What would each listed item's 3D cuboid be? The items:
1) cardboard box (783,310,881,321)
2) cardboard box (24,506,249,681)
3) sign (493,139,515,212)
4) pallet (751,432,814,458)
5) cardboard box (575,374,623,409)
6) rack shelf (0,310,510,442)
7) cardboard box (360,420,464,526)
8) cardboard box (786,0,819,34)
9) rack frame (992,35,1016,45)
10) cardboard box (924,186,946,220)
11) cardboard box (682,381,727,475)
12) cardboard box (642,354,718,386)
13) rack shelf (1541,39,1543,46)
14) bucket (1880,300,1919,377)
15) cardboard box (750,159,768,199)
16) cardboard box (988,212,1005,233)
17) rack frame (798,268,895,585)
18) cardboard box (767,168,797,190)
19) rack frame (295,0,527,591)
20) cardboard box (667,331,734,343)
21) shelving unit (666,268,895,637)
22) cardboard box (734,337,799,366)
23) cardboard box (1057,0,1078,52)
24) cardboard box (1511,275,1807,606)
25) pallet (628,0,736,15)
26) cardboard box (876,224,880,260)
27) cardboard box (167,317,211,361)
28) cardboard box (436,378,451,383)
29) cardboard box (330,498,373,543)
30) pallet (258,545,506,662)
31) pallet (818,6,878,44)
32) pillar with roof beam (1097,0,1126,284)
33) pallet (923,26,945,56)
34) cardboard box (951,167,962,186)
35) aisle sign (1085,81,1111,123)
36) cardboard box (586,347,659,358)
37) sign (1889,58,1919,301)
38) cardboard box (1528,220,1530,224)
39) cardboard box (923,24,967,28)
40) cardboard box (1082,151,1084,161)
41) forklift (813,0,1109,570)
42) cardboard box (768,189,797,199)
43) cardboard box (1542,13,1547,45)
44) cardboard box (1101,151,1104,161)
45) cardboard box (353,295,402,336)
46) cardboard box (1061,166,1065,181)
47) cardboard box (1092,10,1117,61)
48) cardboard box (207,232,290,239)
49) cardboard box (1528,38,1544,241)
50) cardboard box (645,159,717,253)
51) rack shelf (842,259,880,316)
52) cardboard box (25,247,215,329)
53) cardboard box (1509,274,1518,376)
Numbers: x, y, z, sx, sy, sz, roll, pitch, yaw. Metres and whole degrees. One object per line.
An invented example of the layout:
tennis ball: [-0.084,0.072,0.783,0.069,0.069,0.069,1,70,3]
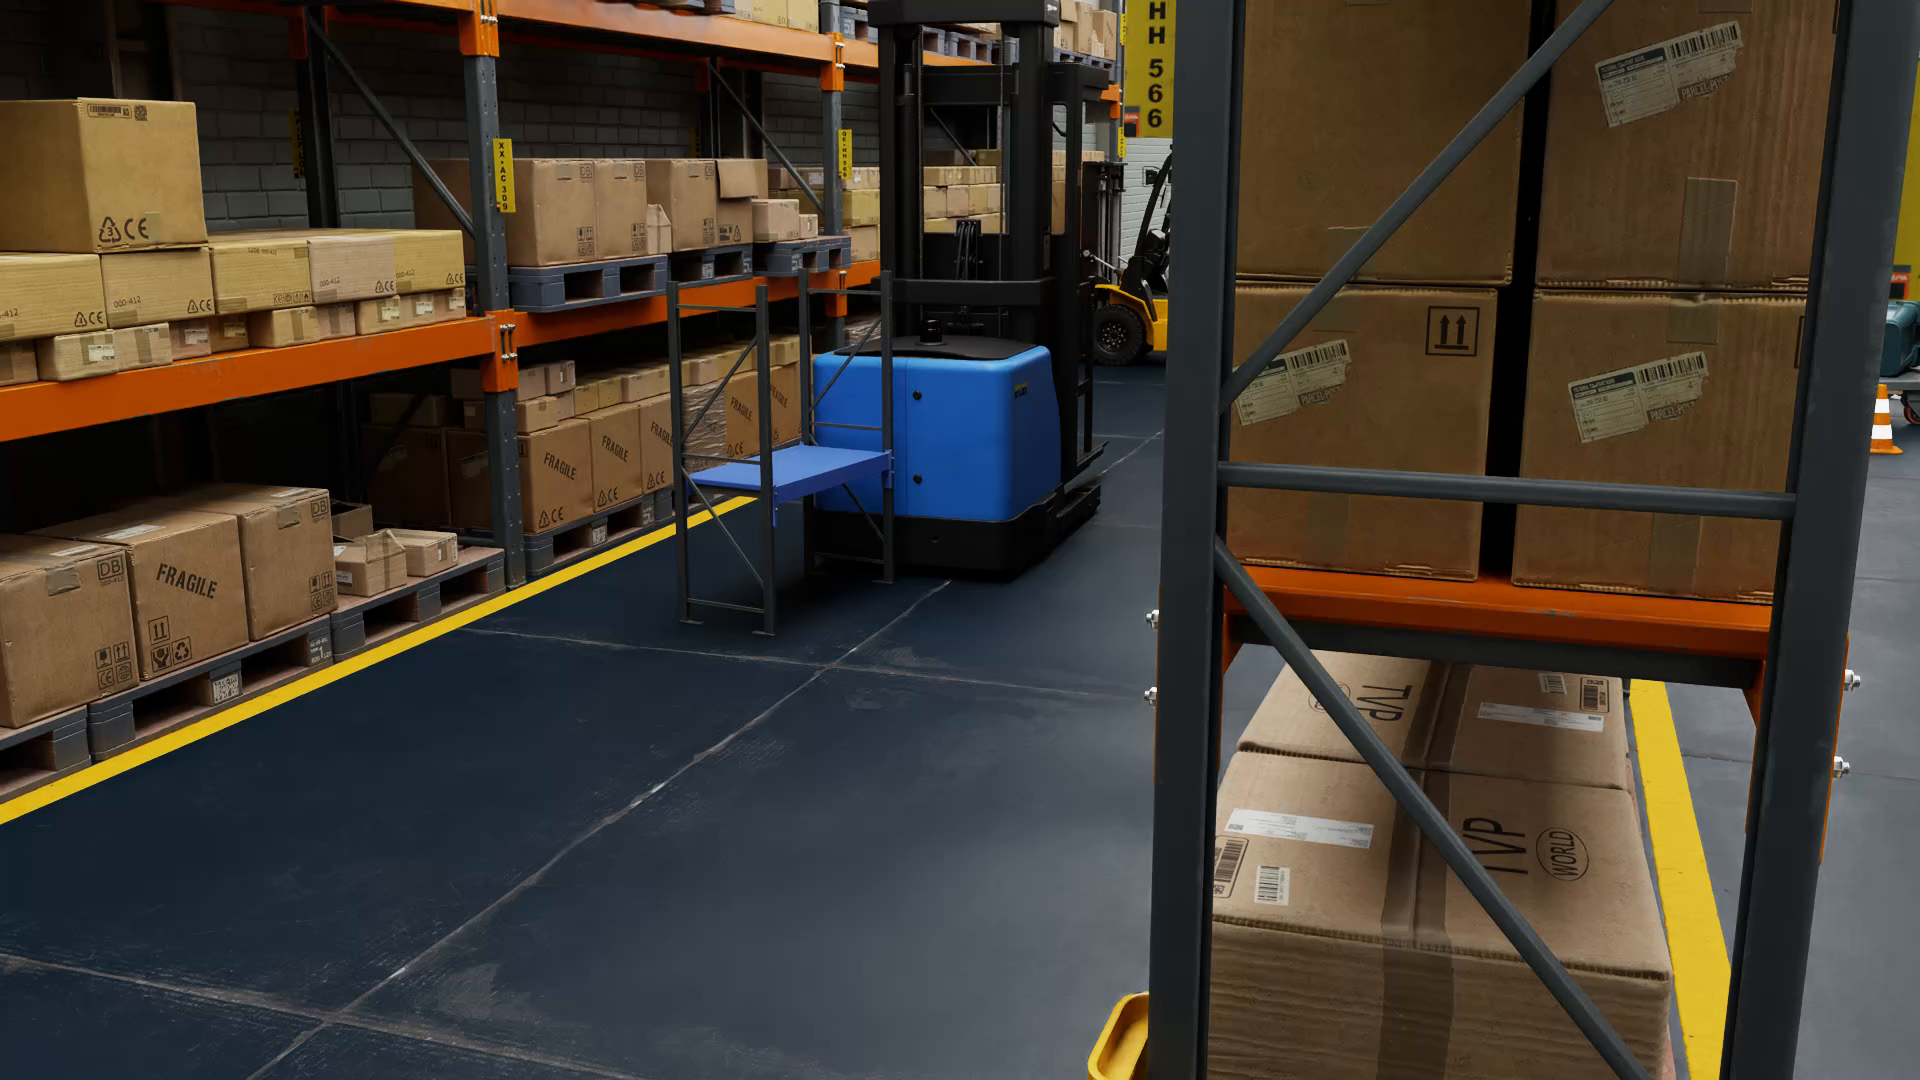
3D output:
cardboard box: [-0.875,-1.427,12.891,0.875,0.625,0.625,5,14,20]
cardboard box: [-3.015,0.184,6.115,0.500,0.500,0.500,5,14,19]
sign: [-2.072,-1.654,7.547,0.100,0.325,0.005,4,14,18]
pallet: [-1.571,-0.597,11.131,1.003,0.211,1.213,4,14,18]
cardboard box: [-2.055,-0.805,8.991,0.380,0.149,0.250,4,13,17]
rack shelf: [-3.235,-0.497,6.042,1.077,0.370,4.000,4,14,18]
cardboard box: [-2.709,-0.380,8.585,0.500,0.500,0.500,4,14,18]
cardboard box: [-1.230,-3.375,10.630,0.500,0.250,0.500,4,13,17]
rack frame: [0.001,-5.878,14.519,1.000,3.000,0.127,4,14,18]
cardboard box: [-0.428,-2.681,13.208,0.500,0.250,0.500,5,14,19]
cardboard box: [-1.716,-0.667,9.844,0.500,0.500,0.500,4,13,16]
cardboard box: [-1.669,-1.014,9.906,0.380,0.149,0.250,4,13,16]
rack shelf: [4.052,-3.287,11.526,1.077,0.370,4.000,4,14,18]
bucket: [7.278,-1.602,13.204,0.726,0.611,0.620,10,26,38]
cardboard box: [-1.608,-2.268,11.014,0.500,0.500,0.500,5,14,21]
cardboard box: [0.085,-2.755,14.656,0.500,0.250,0.500,5,14,20]
rack frame: [-0.545,-0.542,7.992,0.500,1.500,0.032,7,14,27]
cardboard box: [-1.380,-2.559,11.778,0.380,0.149,0.250,5,14,20]
rack frame: [-2.588,-1.269,7.807,1.000,3.000,0.127,4,14,18]
cardboard box: [-1.757,-1.326,11.273,0.380,0.149,0.250,5,14,21]
shelving unit: [-0.782,-0.442,7.553,0.538,1.500,1.048,7,14,27]
cardboard box: [-1.273,-1.232,10.859,0.380,0.149,0.250,4,13,15]
cardboard box: [0.731,-5.122,16.548,0.797,0.503,0.637,5,14,20]
cardboard box: [1.243,-0.199,2.896,0.500,0.500,0.500,4,14,18]
pallet: [-1.978,-2.991,9.031,1.213,0.211,1.003,4,14,18]
cardboard box: [-0.751,-2.220,12.308,0.500,0.250,0.500,4,13,17]
cardboard box: [-2.968,-0.738,6.043,0.380,0.149,0.250,4,14,18]
cardboard box: [-2.591,-0.777,8.868,0.380,0.149,0.250,5,14,19]
cardboard box: [-3.025,-0.041,7.525,0.500,0.311,0.500,5,14,20]
pallet: [-2.811,0.235,7.484,1.003,0.211,1.213,4,14,18]
pallet: [-1.158,-3.631,11.839,1.213,0.211,1.003,5,14,21]
pillar with roof beam: [6.232,-7.592,22.028,9.100,9.000,0.400,4,14,18]
pallet: [-0.799,-3.867,12.871,1.003,0.211,1.213,5,14,21]
cardboard box: [-0.199,-3.012,13.759,0.380,0.149,0.250,4,13,17]
aisle sign: [1.594,-5.056,18.556,0.394,0.787,0.004,4,14,18]
cardboard box: [-2.087,-1.105,10.305,0.380,0.149,0.250,4,13,17]
sign: [1.339,-0.490,2.269,0.100,0.325,0.005,4,14,18]
cardboard box: [2.202,-0.845,5.725,0.500,0.500,0.500,4,14,19]
cardboard box: [-0.251,-4.294,13.353,0.500,0.311,0.500,4,13,16]
cardboard box: [1.060,-3.939,17.155,0.380,0.149,0.250,5,14,20]
forklift: [0.188,-1.563,9.248,1.130,2.935,3.031,4,13,17]
cardboard box: [-1.411,-2.396,11.960,0.500,0.250,0.500,5,14,20]
cardboard box: [2.034,-1.578,5.230,0.380,0.149,0.250,4,14,18]
cardboard box: [1.379,-4.215,18.364,0.380,0.149,0.250,4,14,19]
cardboard box: [-2.577,-0.948,6.967,0.380,0.149,0.250,5,14,20]
cardboard box: [0.872,-3.691,16.735,0.380,0.149,0.250,4,13,17]
cardboard box: [1.382,-5.450,17.989,0.500,0.500,0.500,5,14,20]
cardboard box: [-3.159,-1.150,6.954,0.500,0.250,0.500,4,14,18]
cardboard box: [1.561,-0.905,3.742,0.500,0.500,0.500,4,14,18]
cardboard box: [-1.798,-1.883,9.327,0.700,0.500,0.500,4,14,18]
rack shelf: [-0.646,-2.182,13.422,1.077,0.370,4.000,4,14,18]
cardboard box: [-3.011,-0.897,5.847,0.500,0.250,0.500,4,13,17]
cardboard box: [1.544,-0.776,5.420,0.500,0.500,0.500,4,14,19]
